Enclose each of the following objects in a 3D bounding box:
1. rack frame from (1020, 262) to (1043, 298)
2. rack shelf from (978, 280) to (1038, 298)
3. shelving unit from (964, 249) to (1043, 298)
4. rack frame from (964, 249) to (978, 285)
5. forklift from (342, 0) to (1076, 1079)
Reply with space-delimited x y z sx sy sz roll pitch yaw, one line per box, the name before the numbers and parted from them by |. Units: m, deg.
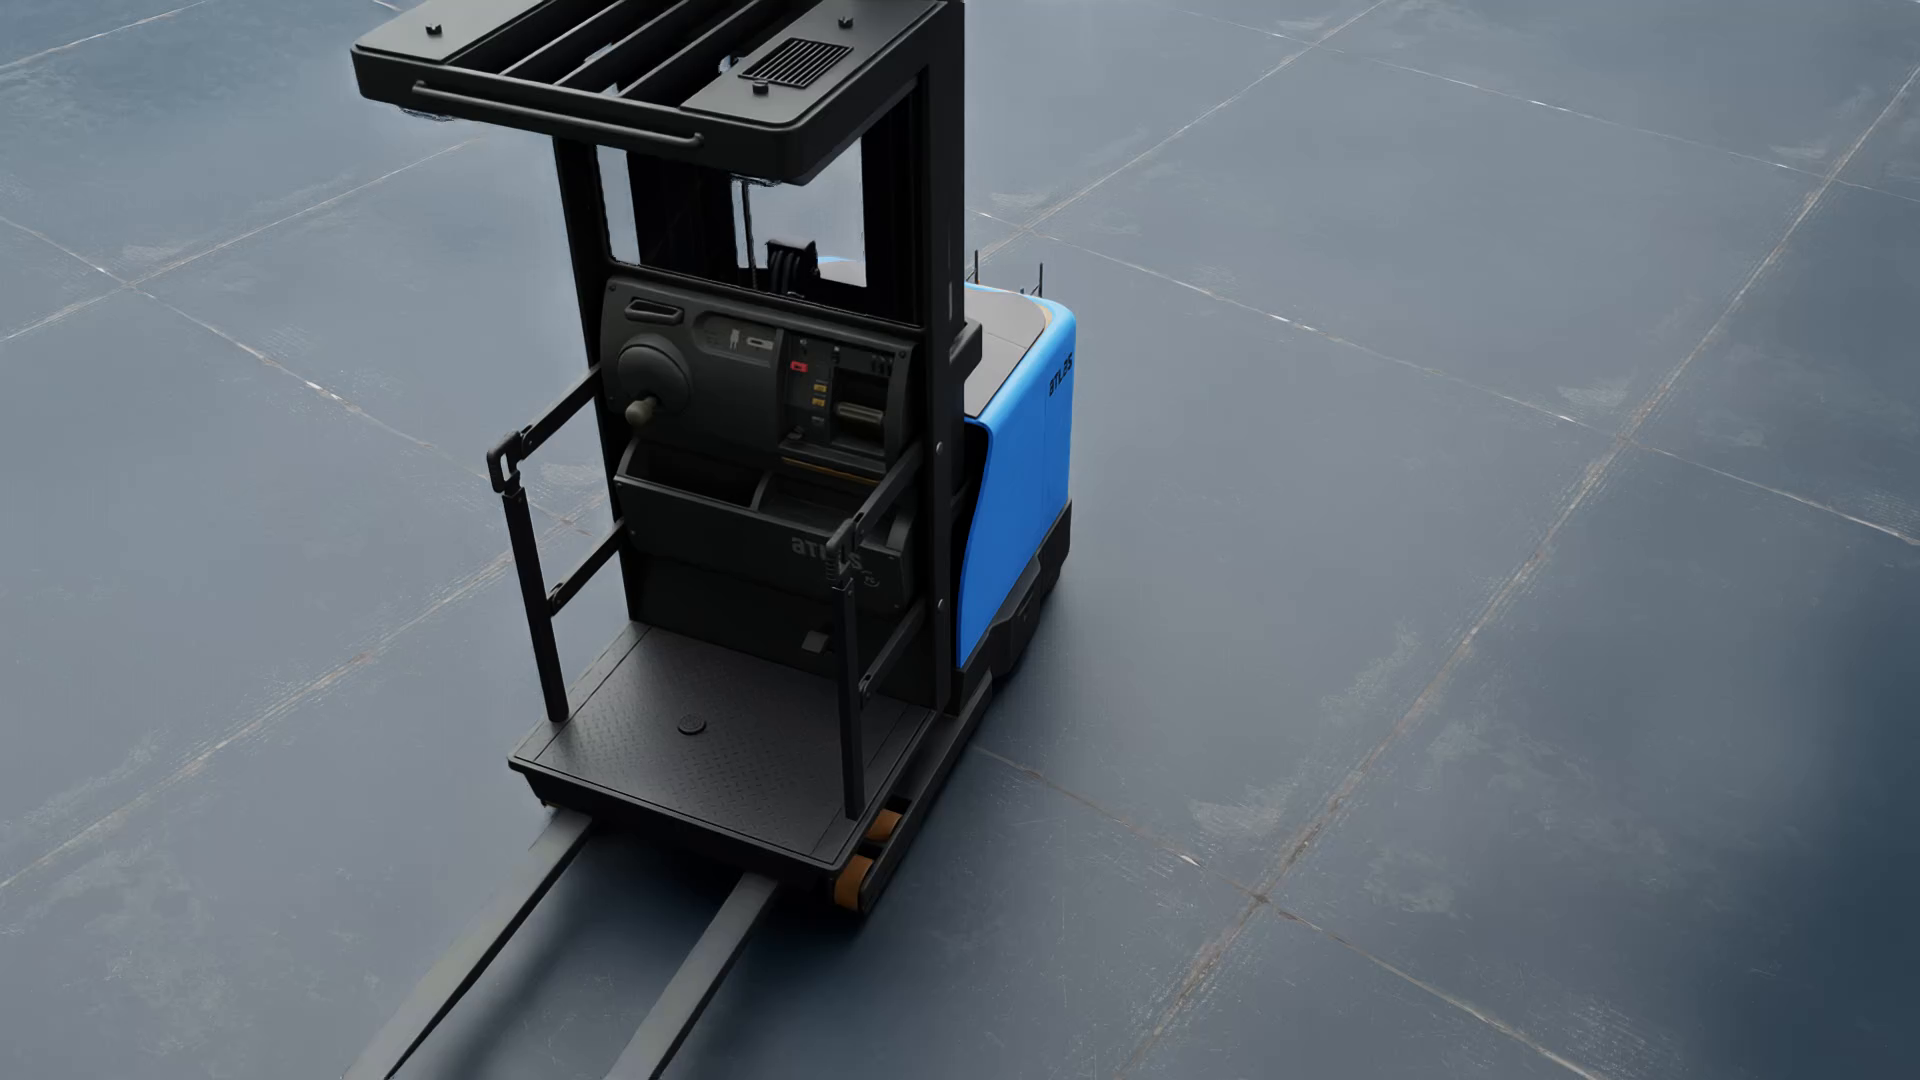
rack frame | 0.246 -0.495 6.030 0.008 1.050 0.200 15 40 18
rack shelf | 0.135 -0.739 5.899 0.240 0.259 0.215 15 40 18
shelving unit | 0.134 -0.524 6.068 0.252 1.050 0.215 15 40 18
rack frame | 0.022 -0.554 6.105 0.008 1.050 0.200 15 40 18
forklift | -0.645 -0.372 4.347 1.130 2.935 3.031 15 40 18
